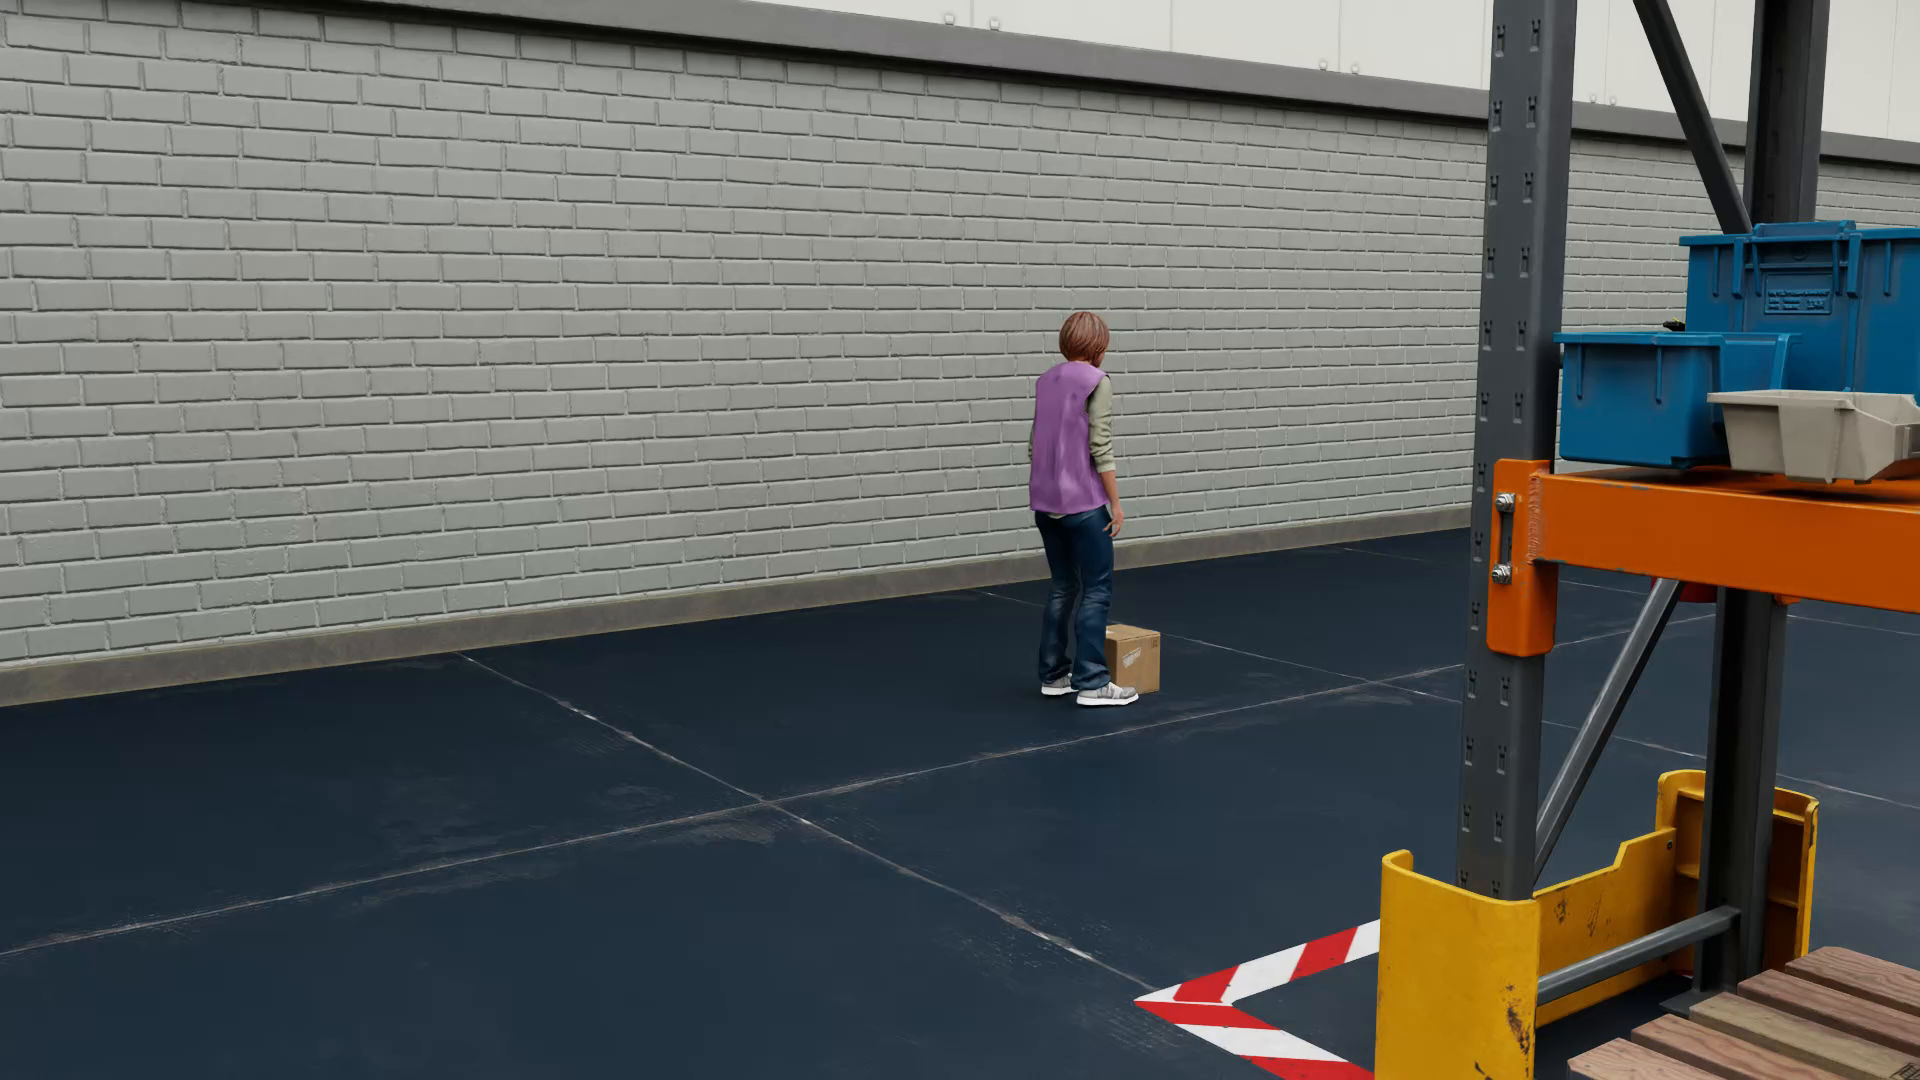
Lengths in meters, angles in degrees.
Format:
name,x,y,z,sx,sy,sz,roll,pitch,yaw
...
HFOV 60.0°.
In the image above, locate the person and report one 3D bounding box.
name,x,y,z,sx,sy,sz,roll,pitch,yaw
person,0.474,-0.033,6.810,0.346,1.392,0.483,-7,10,-39
